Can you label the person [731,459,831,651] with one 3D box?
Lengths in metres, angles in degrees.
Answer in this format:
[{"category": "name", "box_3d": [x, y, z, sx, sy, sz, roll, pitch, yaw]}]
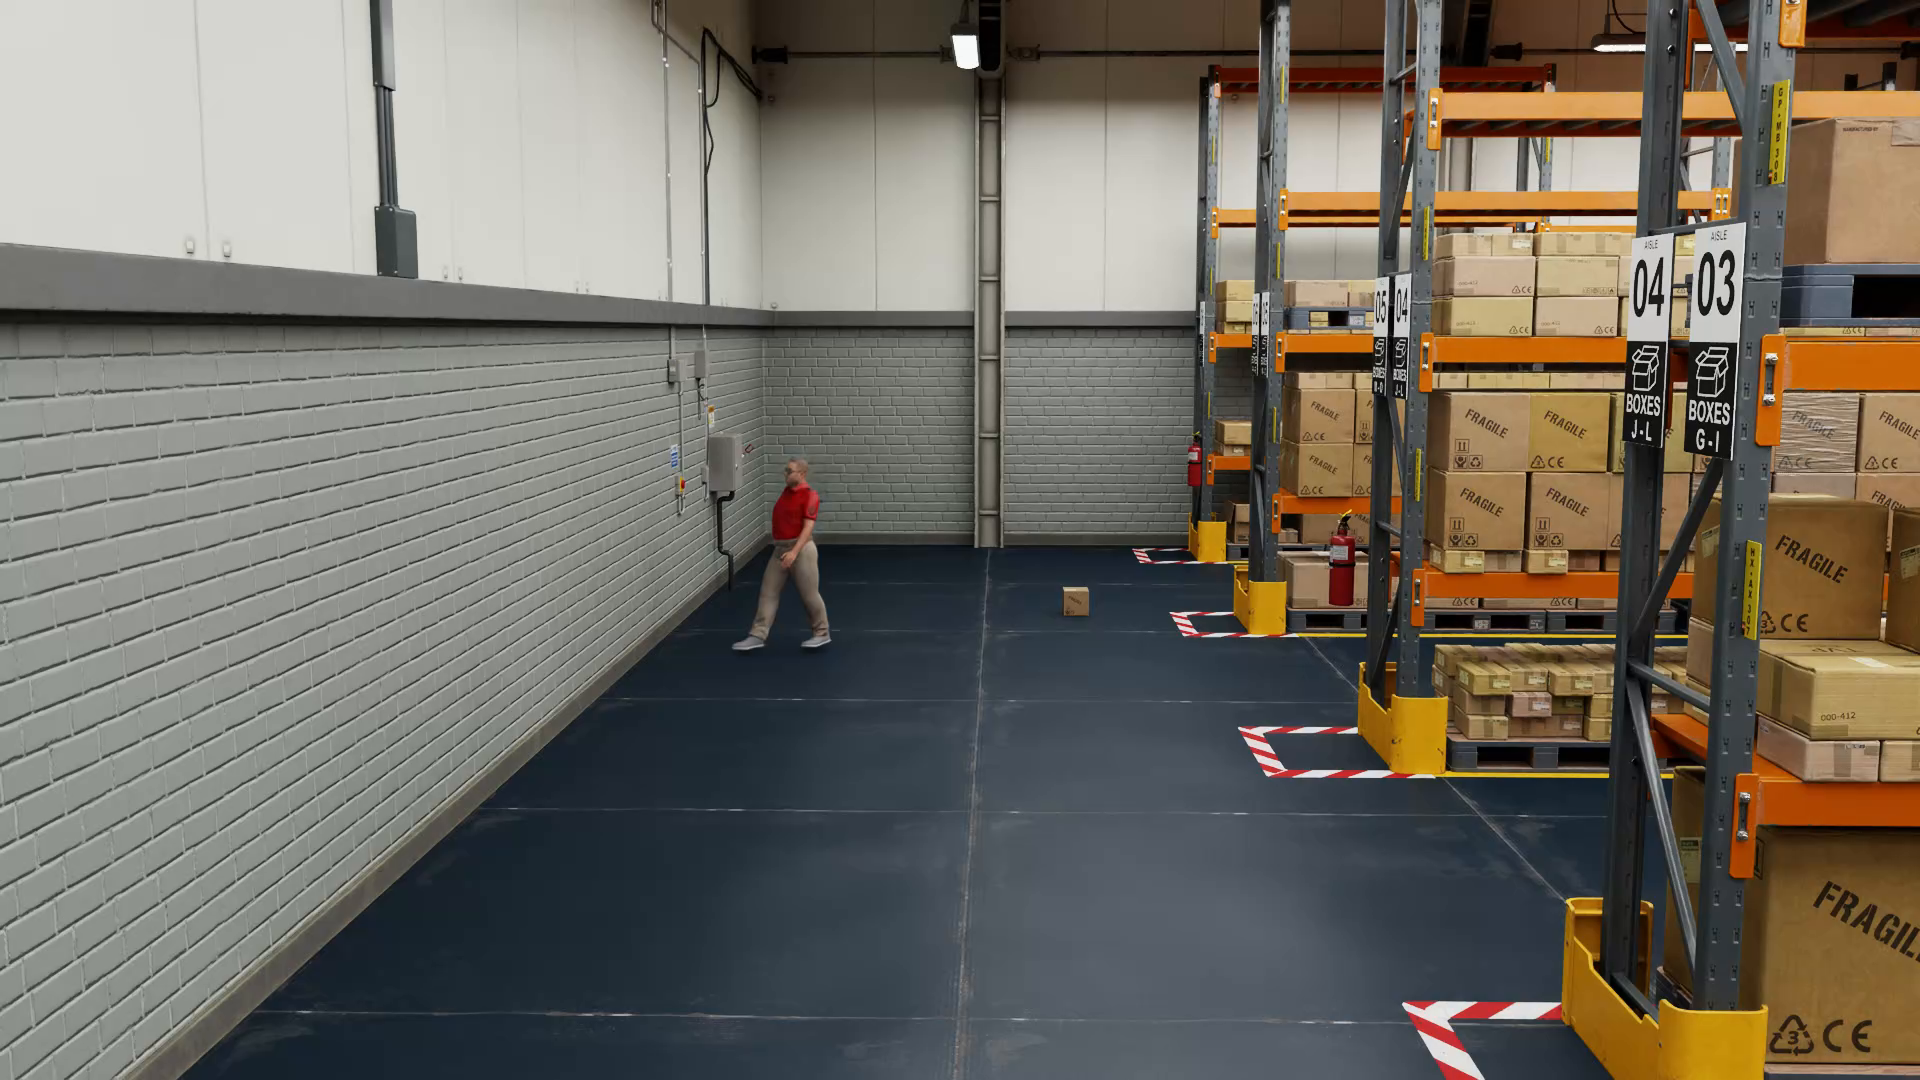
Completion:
[{"category": "person", "box_3d": [-1.553, 0.136, 14.649, 0.904, 1.688, 0.539, -7, 10, -44]}]
